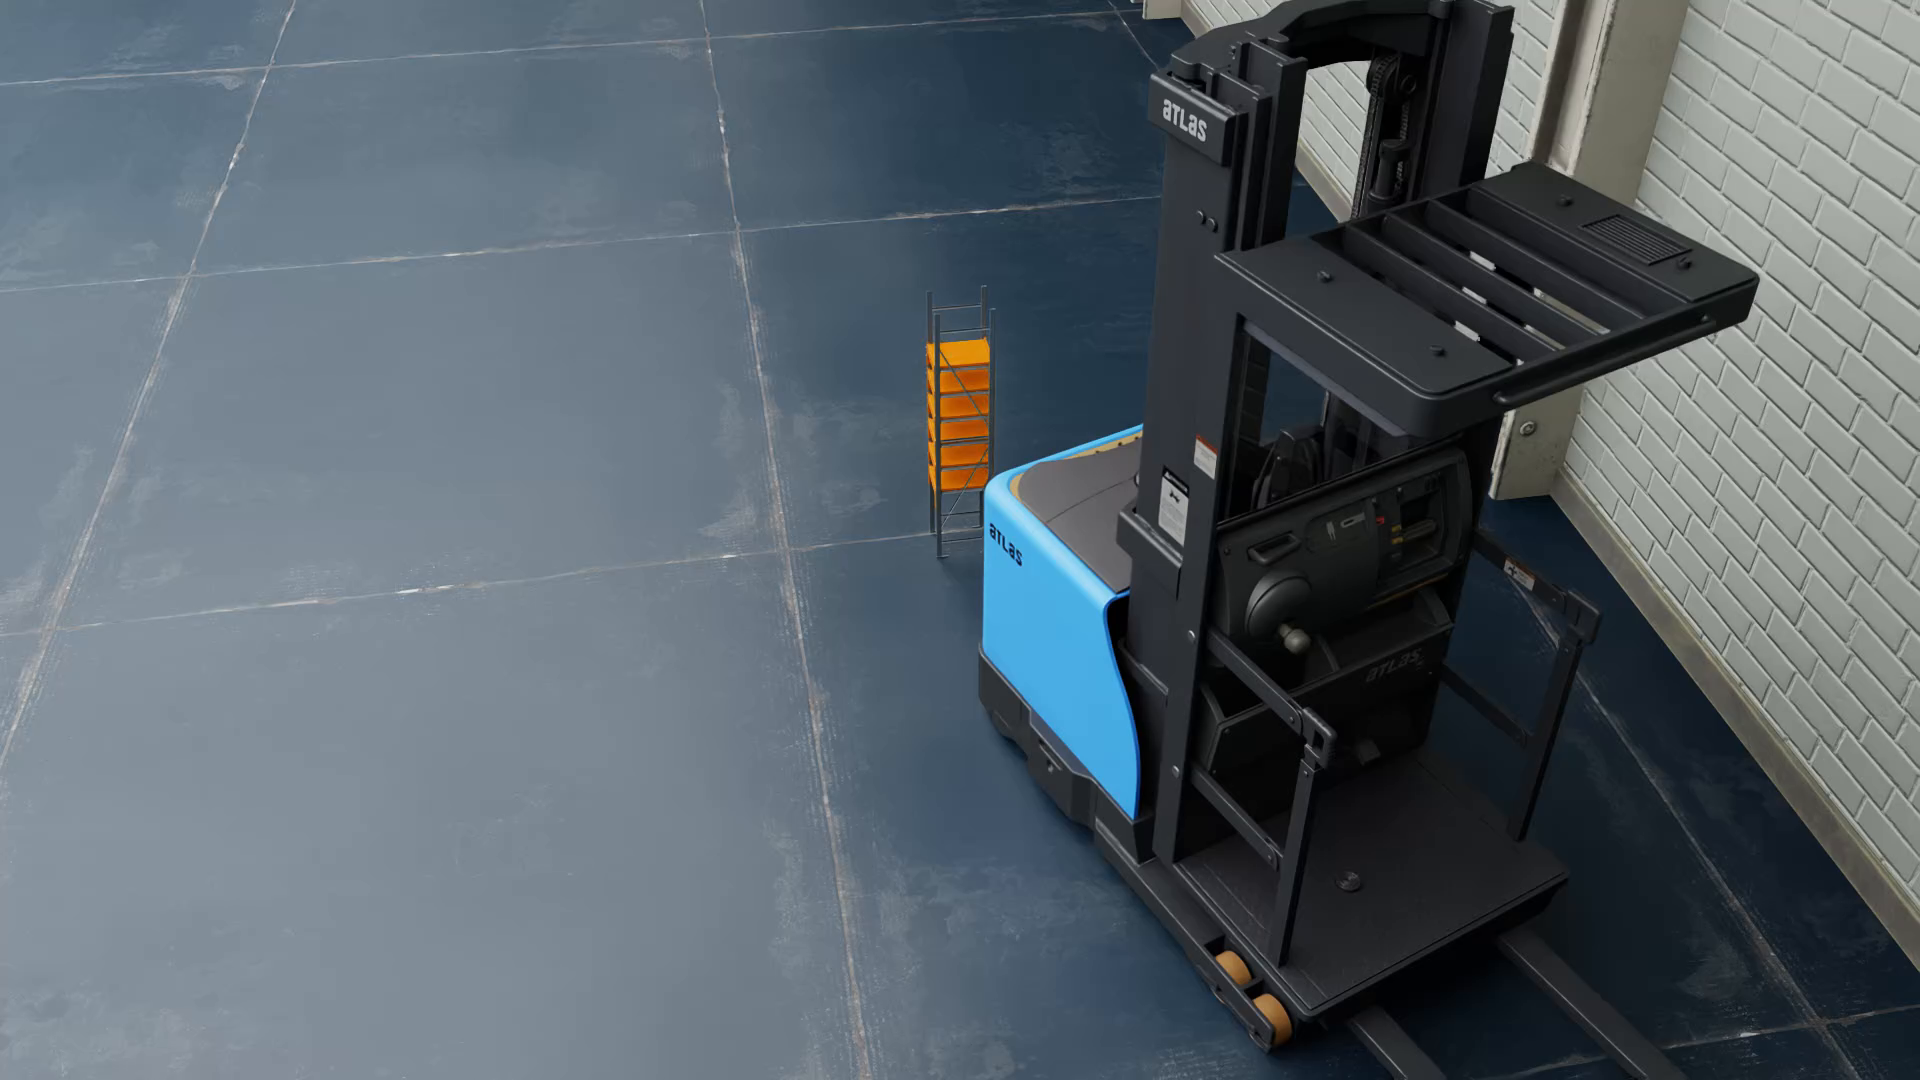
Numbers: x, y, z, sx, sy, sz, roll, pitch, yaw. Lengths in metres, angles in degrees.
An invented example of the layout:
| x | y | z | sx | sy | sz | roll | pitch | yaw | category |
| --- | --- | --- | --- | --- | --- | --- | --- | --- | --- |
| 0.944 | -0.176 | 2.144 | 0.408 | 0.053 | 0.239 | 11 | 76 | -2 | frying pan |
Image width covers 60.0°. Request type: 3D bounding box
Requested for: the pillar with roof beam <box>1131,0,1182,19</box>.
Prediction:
| x | y | z | sx | sy | sz | roll | pitch | yaw | category |
| --- | --- | --- | --- | --- | --- | --- | --- | --- | --- |
| -2.775 | -7.028 | 8.962 | 9.100 | 9.000 | 0.400 | -6 | 38 | -8 | pillar with roof beam |

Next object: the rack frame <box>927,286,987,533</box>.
| x | y | z | sx | sy | sz | roll | pitch | yaw | category |
| --- | --- | --- | --- | --- | --- | --- | --- | --- | --- |
| -0.013 | -0.520 | 6.942 | 0.240 | 1.200 | 0.006 | -6 | 38 | -8 | rack frame |

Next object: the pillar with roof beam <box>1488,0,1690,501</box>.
| x | y | z | sx | sy | sz | roll | pitch | yaw | category |
| --- | --- | --- | --- | --- | --- | --- | --- | --- | --- |
| -1.723 | -3.404 | 4.297 | 9.100 | 9.000 | 0.400 | -6 | 38 | -8 | pillar with roof beam |

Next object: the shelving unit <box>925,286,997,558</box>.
| x | y | z | sx | sy | sz | roll | pitch | yaw | category |
| --- | --- | --- | --- | --- | --- | --- | --- | --- | --- |
| 0.003 | -0.465 | 6.871 | 0.258 | 1.200 | 0.189 | -6 | 38 | -8 | shelving unit |

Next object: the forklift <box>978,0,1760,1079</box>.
| x | y | z | sx | sy | sz | roll | pitch | yaw | category |
| --- | --- | --- | --- | --- | --- | --- | --- | --- | --- |
| 1.248 | 0.104 | 4.727 | 1.130 | 2.935 | 3.031 | -20 | 42 | -24 | forklift |

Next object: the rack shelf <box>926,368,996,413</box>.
| x | y | z | sx | sy | sz | roll | pitch | yaw | category |
| --- | --- | --- | --- | --- | --- | --- | --- | --- | --- |
| 0.003 | -0.620 | 6.751 | 0.258 | 0.103 | 0.180 | -6 | 38 | -8 | rack shelf |

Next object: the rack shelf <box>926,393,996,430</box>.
| x | y | z | sx | sy | sz | roll | pitch | yaw | category |
| --- | --- | --- | --- | --- | --- | --- | --- | --- | --- |
| 0.003 | -0.525 | 6.824 | 0.258 | 0.103 | 0.180 | -6 | 38 | -8 | rack shelf |

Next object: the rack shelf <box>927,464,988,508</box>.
| x | y | z | sx | sy | sz | roll | pitch | yaw | category |
| --- | --- | --- | --- | --- | --- | --- | --- | --- | --- |
| 0.003 | -0.240 | 7.045 | 0.258 | 0.103 | 0.180 | -6 | 38 | -8 | rack shelf |

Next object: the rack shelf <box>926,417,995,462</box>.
| x | y | z | sx | sy | sz | roll | pitch | yaw | category |
| --- | --- | --- | --- | --- | --- | --- | --- | --- | --- |
| 0.003 | -0.430 | 6.898 | 0.258 | 0.103 | 0.180 | -6 | 38 | -8 | rack shelf |

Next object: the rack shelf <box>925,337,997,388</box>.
| x | y | z | sx | sy | sz | roll | pitch | yaw | category |
| --- | --- | --- | --- | --- | --- | --- | --- | --- | --- |
| 0.003 | -0.714 | 6.677 | 0.258 | 0.103 | 0.180 | -6 | 38 | -8 | rack shelf |

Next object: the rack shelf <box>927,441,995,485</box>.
| x | y | z | sx | sy | sz | roll | pitch | yaw | category |
| --- | --- | --- | --- | --- | --- | --- | --- | --- | --- |
| 0.003 | -0.335 | 6.972 | 0.258 | 0.103 | 0.180 | -6 | 38 | -8 | rack shelf |

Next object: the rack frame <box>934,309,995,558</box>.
| x | y | z | sx | sy | sz | roll | pitch | yaw | category |
| --- | --- | --- | --- | --- | --- | --- | --- | --- | --- |
| 0.019 | -0.410 | 6.800 | 0.240 | 1.200 | 0.006 | -6 | 38 | -8 | rack frame |
